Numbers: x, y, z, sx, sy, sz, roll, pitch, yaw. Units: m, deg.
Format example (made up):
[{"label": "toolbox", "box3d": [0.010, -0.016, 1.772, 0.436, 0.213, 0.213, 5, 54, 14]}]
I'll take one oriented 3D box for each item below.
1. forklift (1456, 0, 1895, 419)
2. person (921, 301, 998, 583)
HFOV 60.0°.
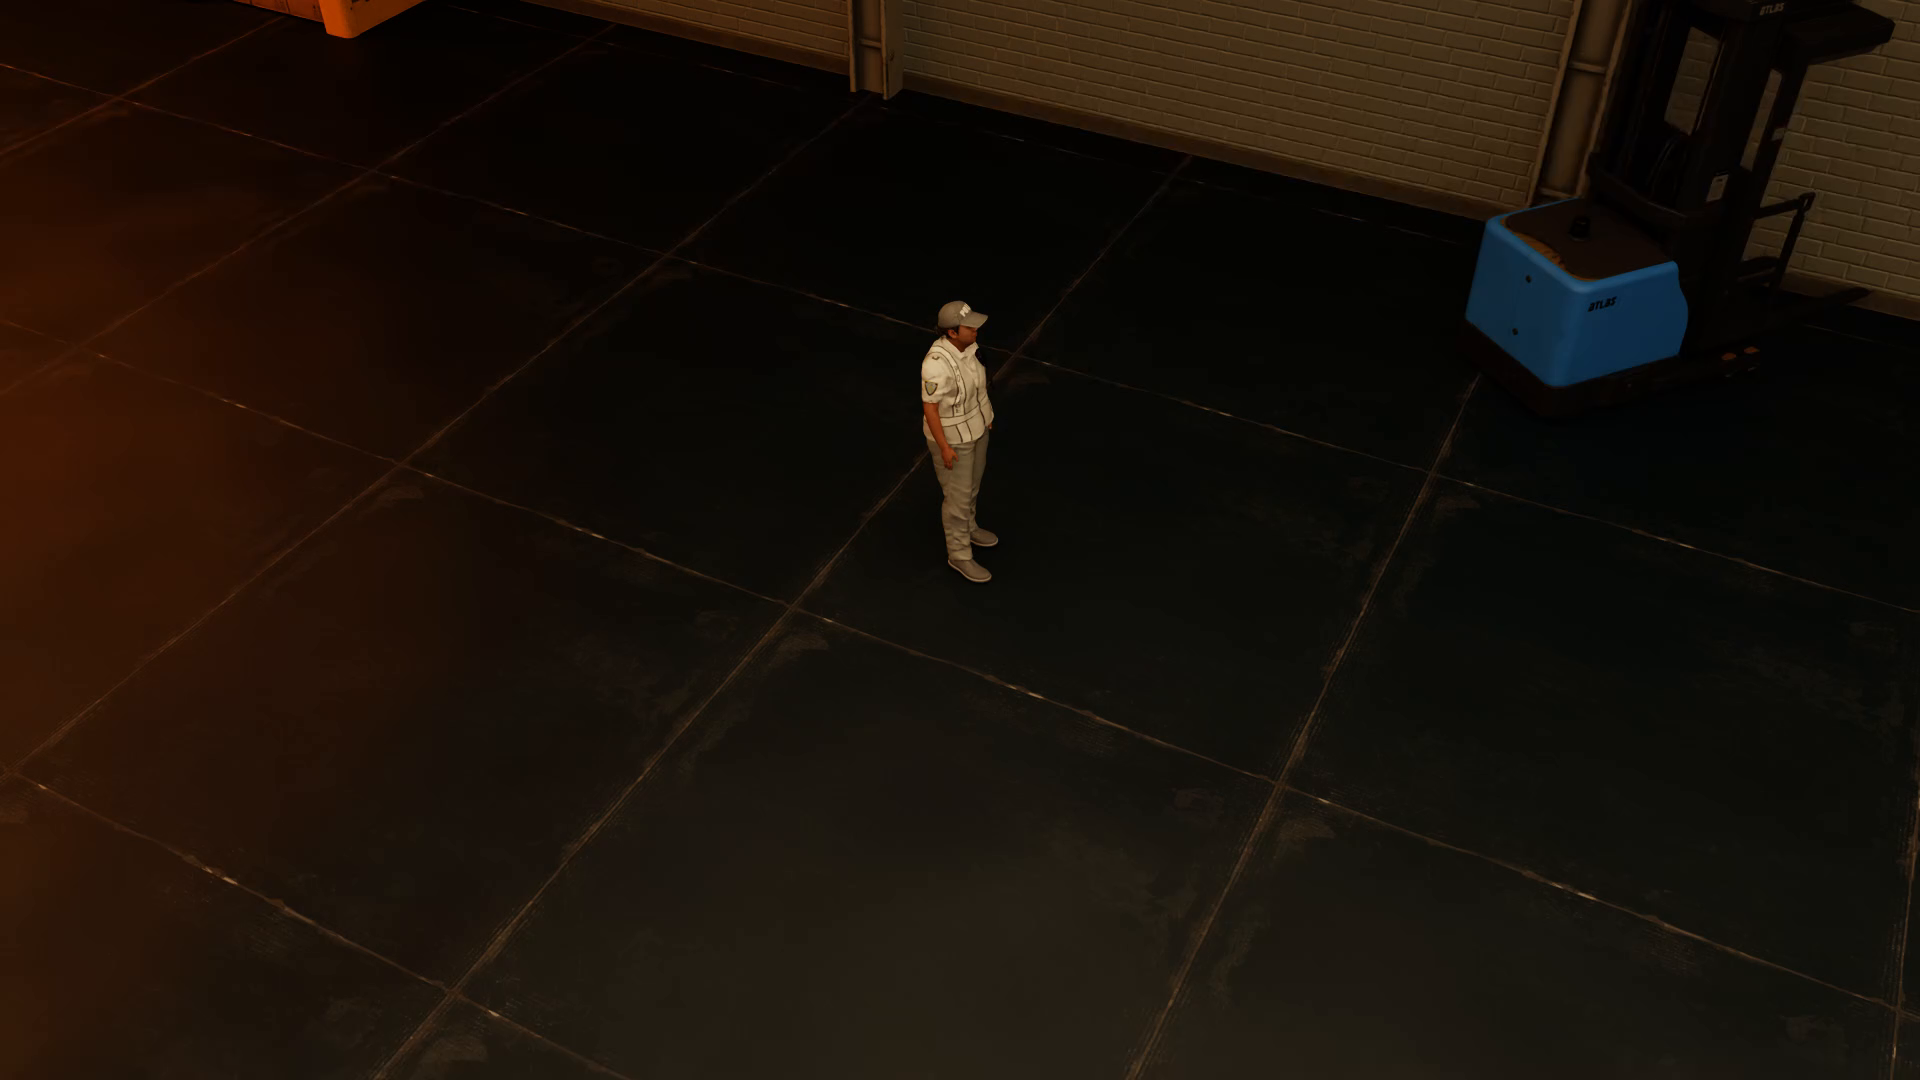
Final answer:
[{"label": "forklift", "box3d": [5.081, -2.558, 11.023, 3.031, 2.935, 1.130, -16, 43, -18]}, {"label": "person", "box3d": [0.057, -0.607, 9.678, 0.529, 1.670, 0.598, 18, 43, 21]}]
